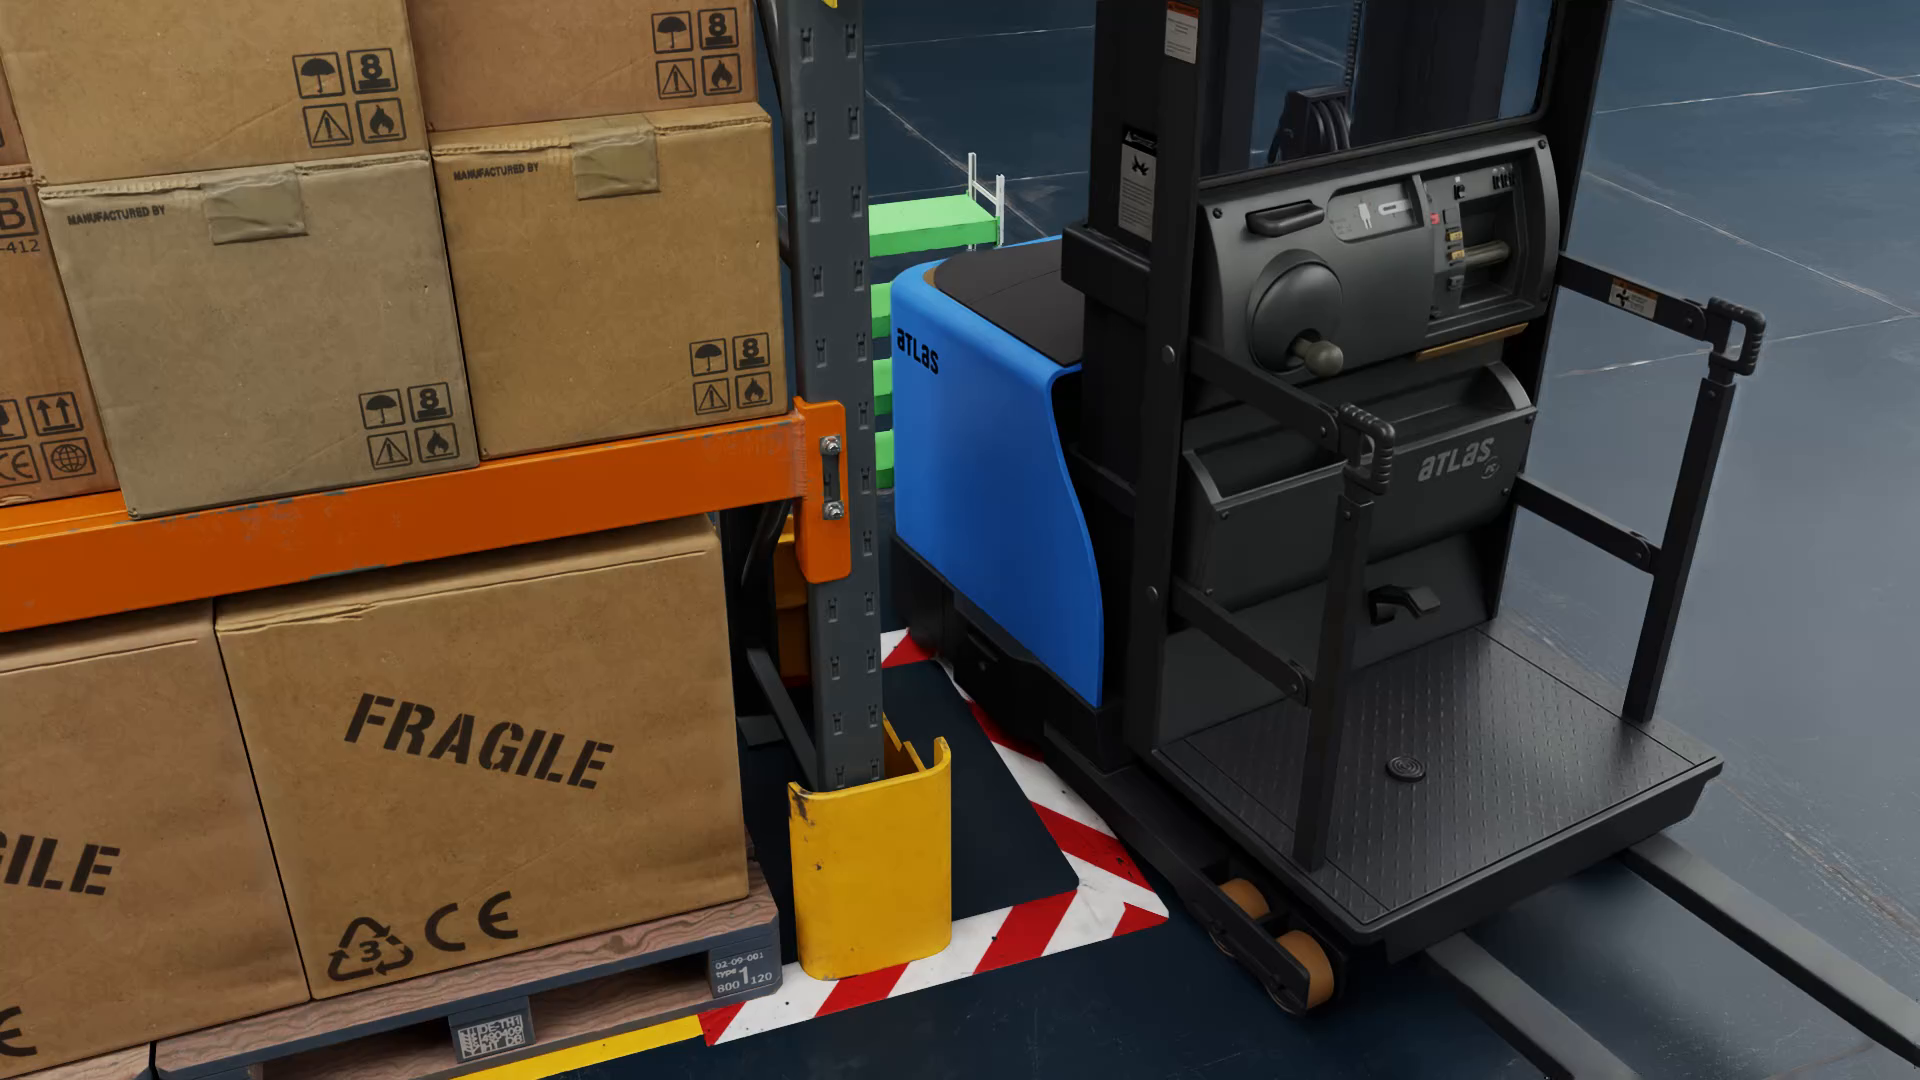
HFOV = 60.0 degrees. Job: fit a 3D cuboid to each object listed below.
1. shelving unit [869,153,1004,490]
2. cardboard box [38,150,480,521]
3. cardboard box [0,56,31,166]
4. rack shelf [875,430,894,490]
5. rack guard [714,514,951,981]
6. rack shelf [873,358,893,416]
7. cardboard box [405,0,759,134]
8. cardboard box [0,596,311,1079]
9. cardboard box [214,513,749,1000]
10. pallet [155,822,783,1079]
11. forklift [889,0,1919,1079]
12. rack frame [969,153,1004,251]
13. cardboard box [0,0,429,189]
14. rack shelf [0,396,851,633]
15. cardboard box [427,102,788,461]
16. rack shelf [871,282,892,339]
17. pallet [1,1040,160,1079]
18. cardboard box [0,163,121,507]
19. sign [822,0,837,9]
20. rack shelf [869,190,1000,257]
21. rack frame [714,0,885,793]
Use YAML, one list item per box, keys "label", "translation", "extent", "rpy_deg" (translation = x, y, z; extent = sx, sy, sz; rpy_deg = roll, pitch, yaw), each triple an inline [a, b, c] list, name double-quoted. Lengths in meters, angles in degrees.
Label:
- label: "shelving unit"
  translation: [-0.155, -0.493, 4.903]
  extent: [0.503, 1.200, 0.258]
  rpy_deg: [-10, 31, -18]
- label: "cardboard box"
  translation: [-1.227, -0.515, 2.972]
  extent: [0.550, 0.550, 0.875]
  rpy_deg: [-10, 31, -18]
- label: "cardboard box"
  translation: [-1.804, -0.957, 2.657]
  extent: [0.550, 0.550, 0.875]
  rpy_deg: [-10, 31, -18]
- label: "rack shelf"
  translation: [-0.155, -0.229, 5.053]
  extent: [0.480, 0.148, 0.258]
  rpy_deg: [-10, 31, -18]
- label: "rack guard"
  translation: [-0.365, 0.442, 3.969]
  extent: [0.348, 0.500, 1.175]
  rpy_deg: [-10, 31, -18]
- label: "rack shelf"
  translation: [-0.155, -0.437, 4.934]
  extent: [0.480, 0.148, 0.258]
  rpy_deg: [-10, 31, -18]
- label: "cardboard box"
  translation: [-0.749, -1.128, 2.958]
  extent: [0.550, 0.550, 0.875]
  rpy_deg: [-10, 31, -18]
- label: "cardboard box"
  translation: [-1.824, 0.401, 3.238]
  extent: [0.875, 0.875, 0.875]
  rpy_deg: [-11, 31, -18]
- label: "cardboard box"
  translation: [-1.000, 0.248, 3.506]
  extent: [0.875, 0.875, 0.875]
  rpy_deg: [-10, 31, -17]
- label: "pallet"
  translation: [-1.109, 0.746, 3.728]
  extent: [1.213, 0.211, 1.003]
  rpy_deg: [-10, 31, -18]
- label: "forklift"
  translation: [0.991, -0.543, 3.243]
  extent: [1.130, 2.935, 3.031]
  rpy_deg: [-17, 34, -27]
- label: "rack frame"
  translation: [0.074, -0.535, 4.977]
  extent: [0.015, 1.200, 0.240]
  rpy_deg: [-10, 31, -18]
- label: "cardboard box"
  translation: [-1.232, -0.991, 2.716]
  extent: [0.550, 0.550, 0.875]
  rpy_deg: [-10, 31, -18]
- label: "rack shelf"
  translation: [-2.262, 0.018, 2.915]
  extent: [4.000, 0.370, 1.077]
  rpy_deg: [-10, 31, -18]
- label: "cardboard box"
  translation: [-0.719, -0.620, 3.157]
  extent: [0.550, 0.550, 0.875]
  rpy_deg: [-10, 31, -18]
- label: "rack shelf"
  translation: [-0.155, -0.646, 4.816]
  extent: [0.480, 0.148, 0.258]
  rpy_deg: [-10, 31, -18]
- label: "pallet"
  translation: [-2.251, 0.955, 3.361]
  extent: [1.213, 0.211, 1.003]
  rpy_deg: [-10, 31, -18]
- label: "cardboard box"
  translation: [-1.796, -0.477, 2.905]
  extent: [0.550, 0.550, 0.875]
  rpy_deg: [-10, 31, -18]
- label: "sign"
  translation: [-0.211, -0.992, 2.552]
  extent: [0.005, 0.325, 0.100]
  rpy_deg: [-10, 31, -18]
- label: "rack shelf"
  translation: [-0.155, -0.854, 4.697]
  extent: [0.480, 0.148, 0.258]
  rpy_deg: [-10, 31, -18]
- label: "rack frame"
  translation: [-0.387, -0.640, 3.343]
  extent: [0.127, 3.000, 1.000]
  rpy_deg: [-10, 31, -18]
